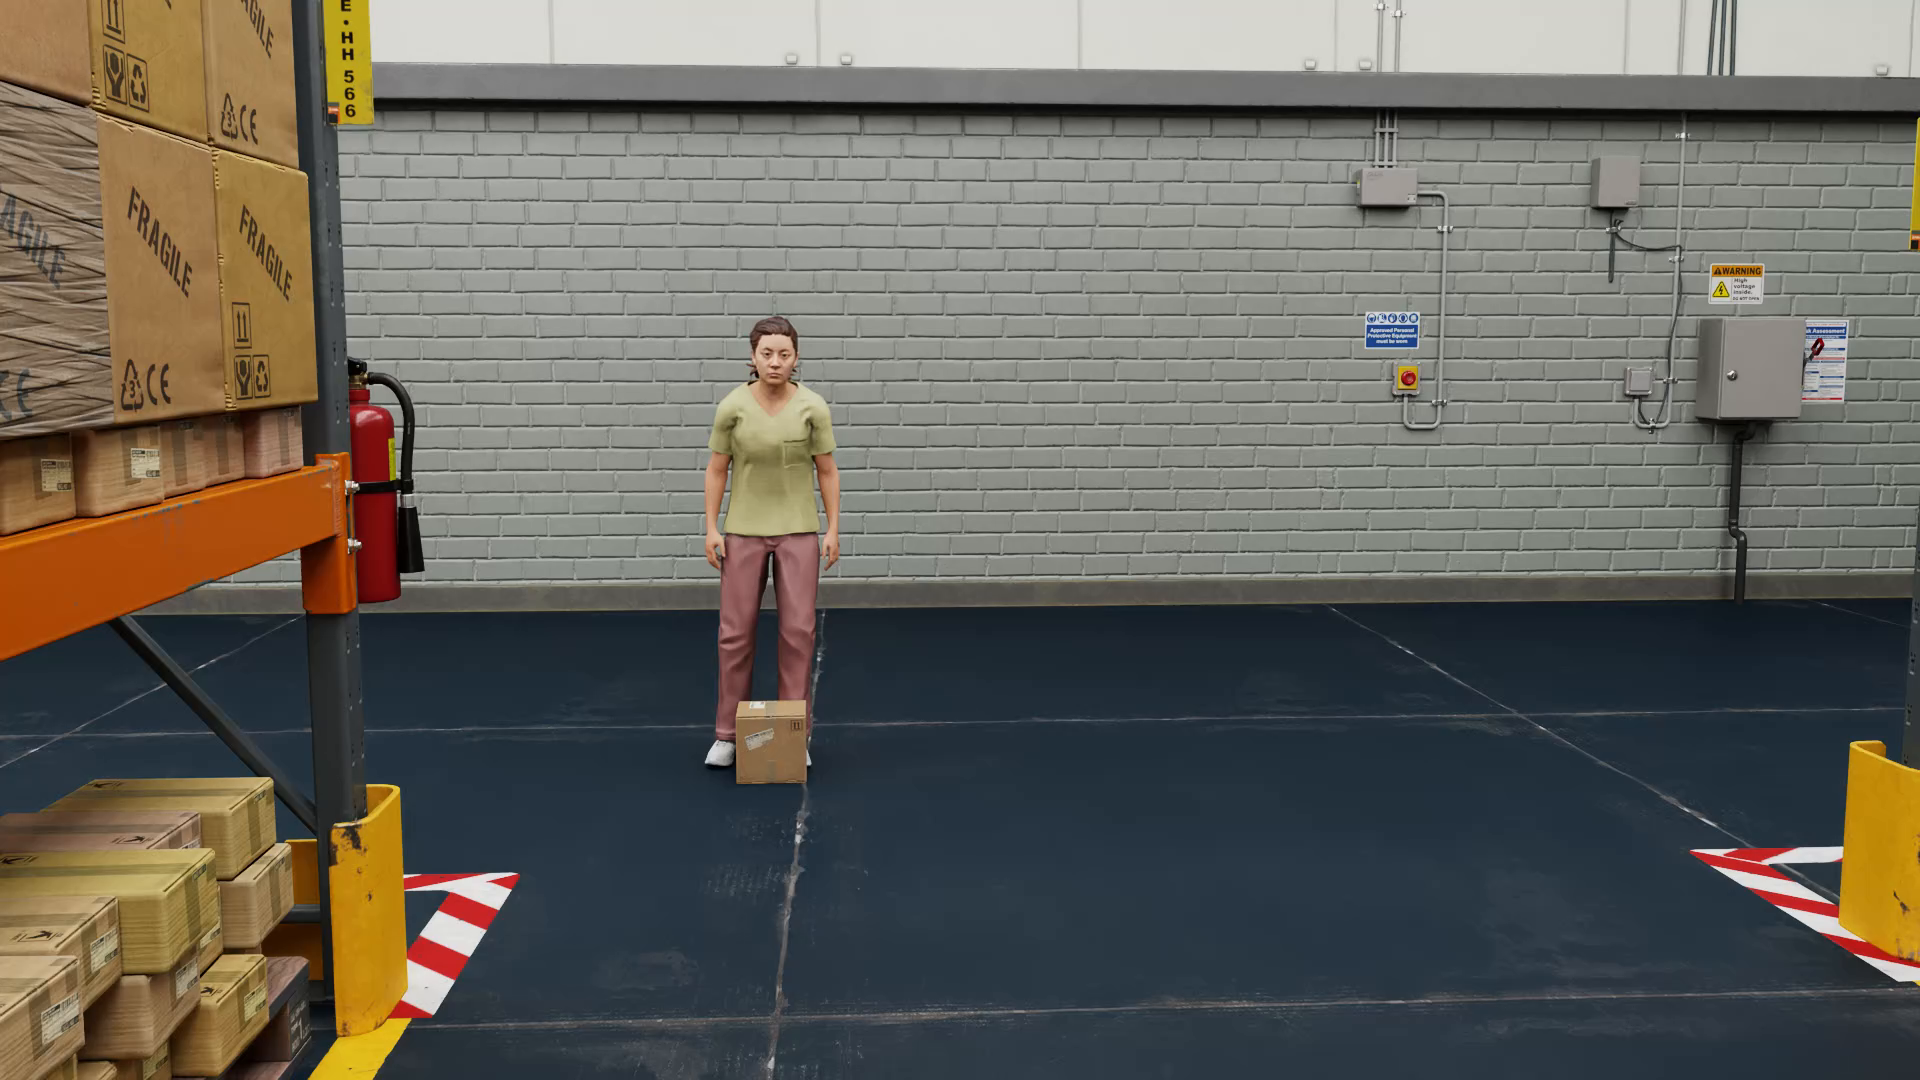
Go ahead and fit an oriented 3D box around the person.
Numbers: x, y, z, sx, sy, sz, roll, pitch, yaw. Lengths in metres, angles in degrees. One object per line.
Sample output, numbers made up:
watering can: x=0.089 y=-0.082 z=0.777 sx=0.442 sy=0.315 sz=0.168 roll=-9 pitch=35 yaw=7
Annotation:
person: x=-0.703 y=0.005 z=6.215 sx=0.517 sy=1.673 sz=0.407 roll=-1 pitch=7 yaw=-6
